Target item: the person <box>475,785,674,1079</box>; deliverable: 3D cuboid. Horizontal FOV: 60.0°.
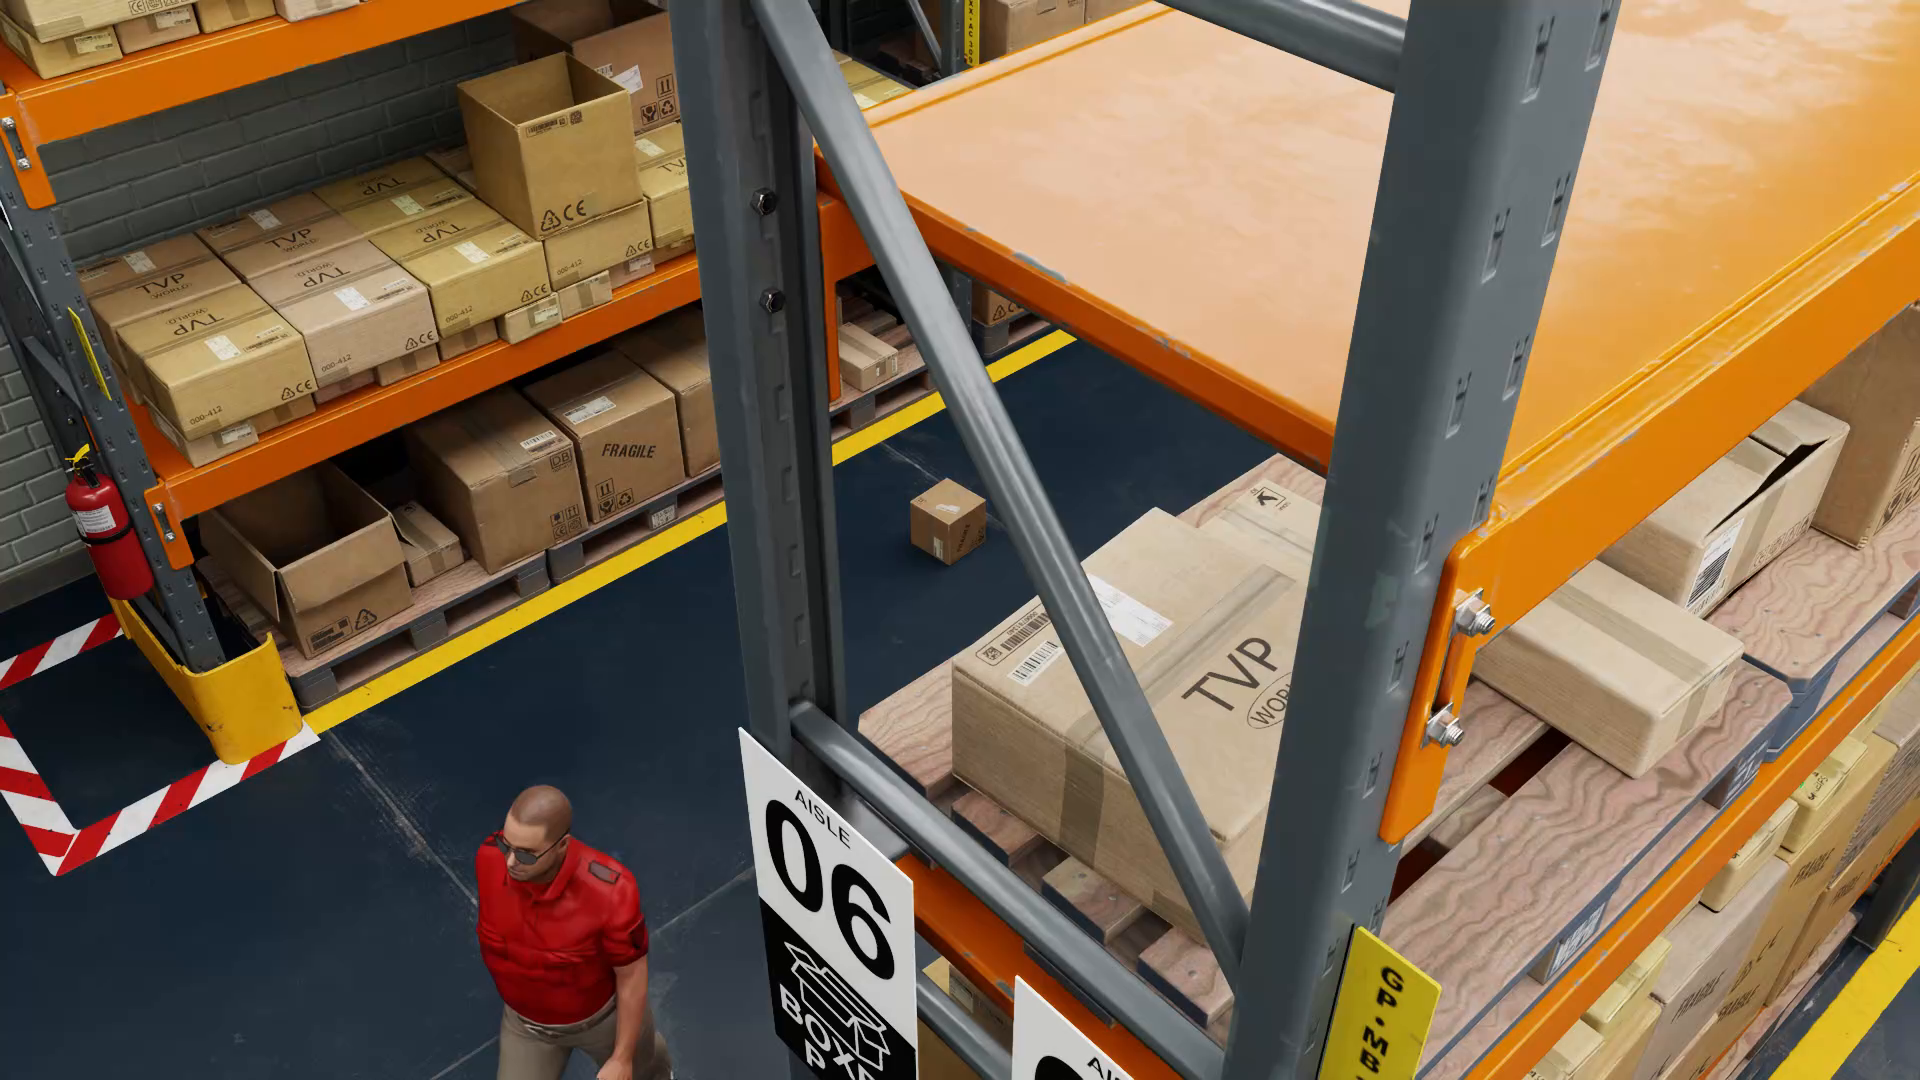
[{"bbox_3d":[-1.137,1.416,4.814,0.543,1.770,0.791,9,40,11],"label":"person"}]
